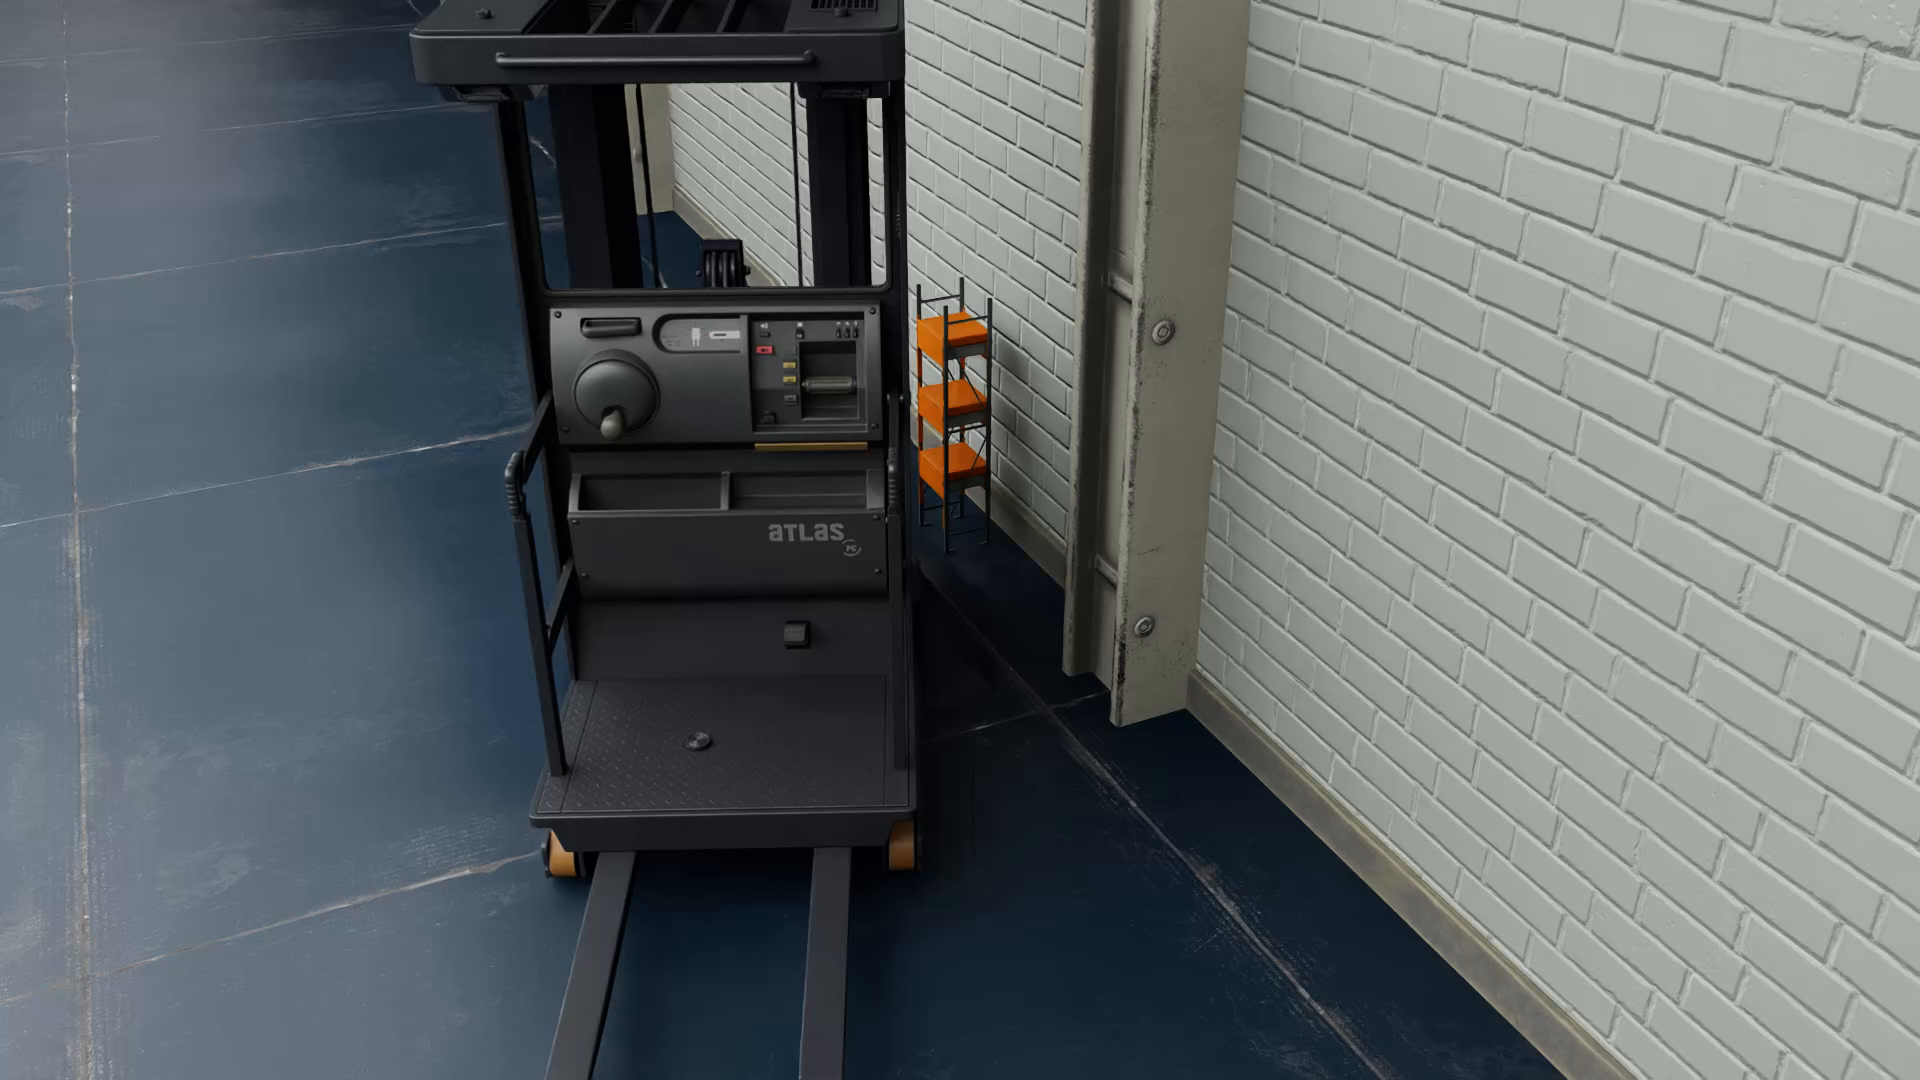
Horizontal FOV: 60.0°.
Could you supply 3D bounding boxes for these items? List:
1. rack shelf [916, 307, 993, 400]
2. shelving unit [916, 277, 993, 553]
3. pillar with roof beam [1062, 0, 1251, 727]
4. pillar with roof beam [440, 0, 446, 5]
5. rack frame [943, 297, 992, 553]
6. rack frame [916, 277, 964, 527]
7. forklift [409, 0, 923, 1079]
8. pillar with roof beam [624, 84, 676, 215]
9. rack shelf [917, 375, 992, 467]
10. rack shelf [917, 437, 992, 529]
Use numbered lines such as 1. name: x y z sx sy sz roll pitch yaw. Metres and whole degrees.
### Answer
1. rack shelf: -0.023 -0.720 6.402 0.215 0.259 0.240 -13 32 -22
2. shelving unit: -0.023 -0.482 6.535 0.215 1.050 0.252 -13 32 -22
3. pillar with roof beam: -3.303 -2.507 2.021 9.100 9.000 0.400 -13 32 -22
4. pillar with roof beam: -8.454 -7.808 11.474 9.100 9.000 0.400 -13 32 -22
5. rack frame: 0.029 -0.428 6.439 0.200 1.050 0.008 -13 32 -22
6. rack frame: -0.075 -0.535 6.631 0.200 1.050 0.008 -13 32 -22
7. forklift: -0.678 -0.432 4.523 1.130 2.935 3.031 -1 29 -2
8. pillar with roof beam: -5.879 -5.158 6.747 9.100 9.000 0.400 -13 32 -22
9. rack shelf: -0.023 -0.472 6.541 0.215 0.259 0.240 -13 32 -22
10. rack shelf: -0.023 -0.230 6.676 0.215 0.259 0.240 -13 32 -22
